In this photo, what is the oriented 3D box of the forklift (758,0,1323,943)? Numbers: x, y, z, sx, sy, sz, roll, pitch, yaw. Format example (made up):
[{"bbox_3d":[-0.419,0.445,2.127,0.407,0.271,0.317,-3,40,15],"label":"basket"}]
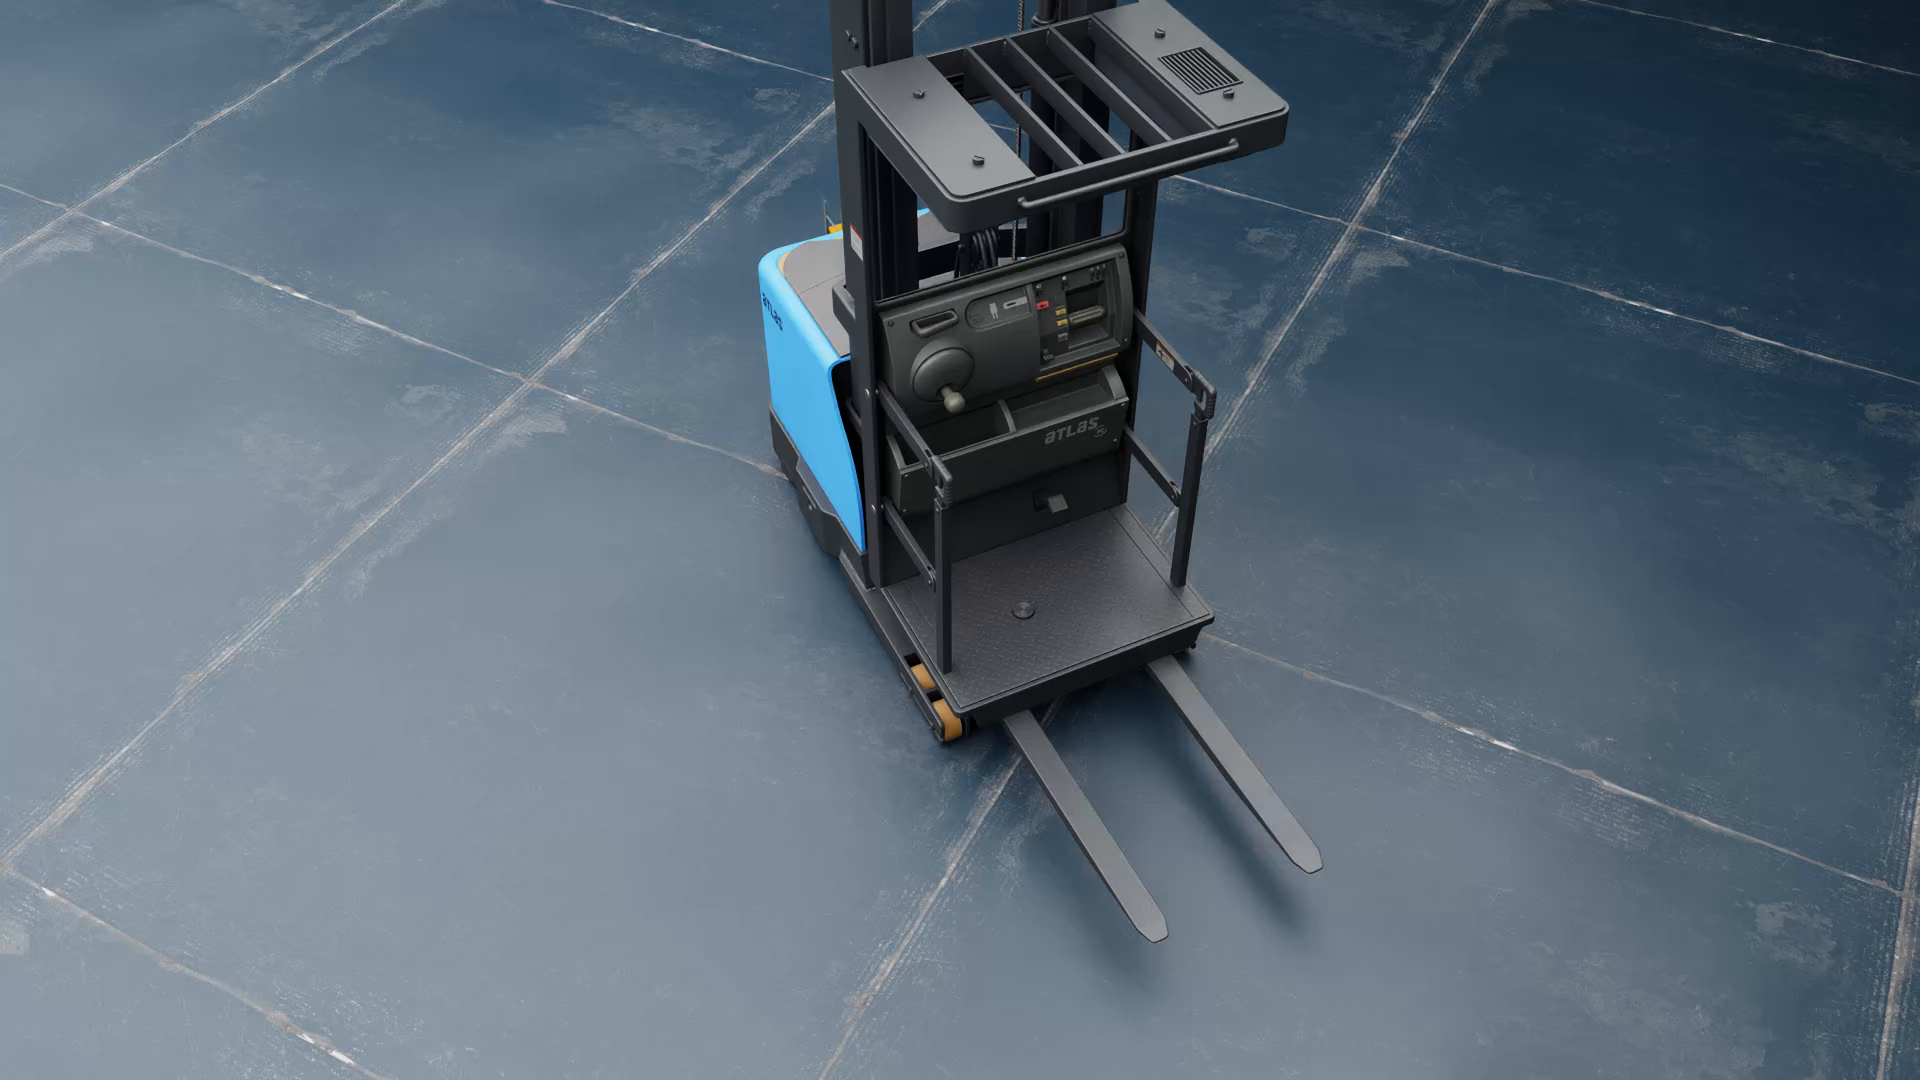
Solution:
[{"bbox_3d":[0.271,-0.632,5.594,1.130,2.935,3.031,-19,48,-18],"label":"forklift"}]

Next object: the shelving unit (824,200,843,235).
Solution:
[{"bbox_3d":[-0.414,-1.030,7.310,0.252,1.050,0.215,-20,49,-18],"label":"shelving unit"}]

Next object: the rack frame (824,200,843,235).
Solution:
[{"bbox_3d":[-0.523,-0.991,7.271,0.008,1.050,0.200,-20,49,-18],"label":"rack frame"}]

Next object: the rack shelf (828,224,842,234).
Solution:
[{"bbox_3d":[-0.414,-1.222,7.116,0.240,0.259,0.215,-20,49,-18],"label":"rack shelf"}]
